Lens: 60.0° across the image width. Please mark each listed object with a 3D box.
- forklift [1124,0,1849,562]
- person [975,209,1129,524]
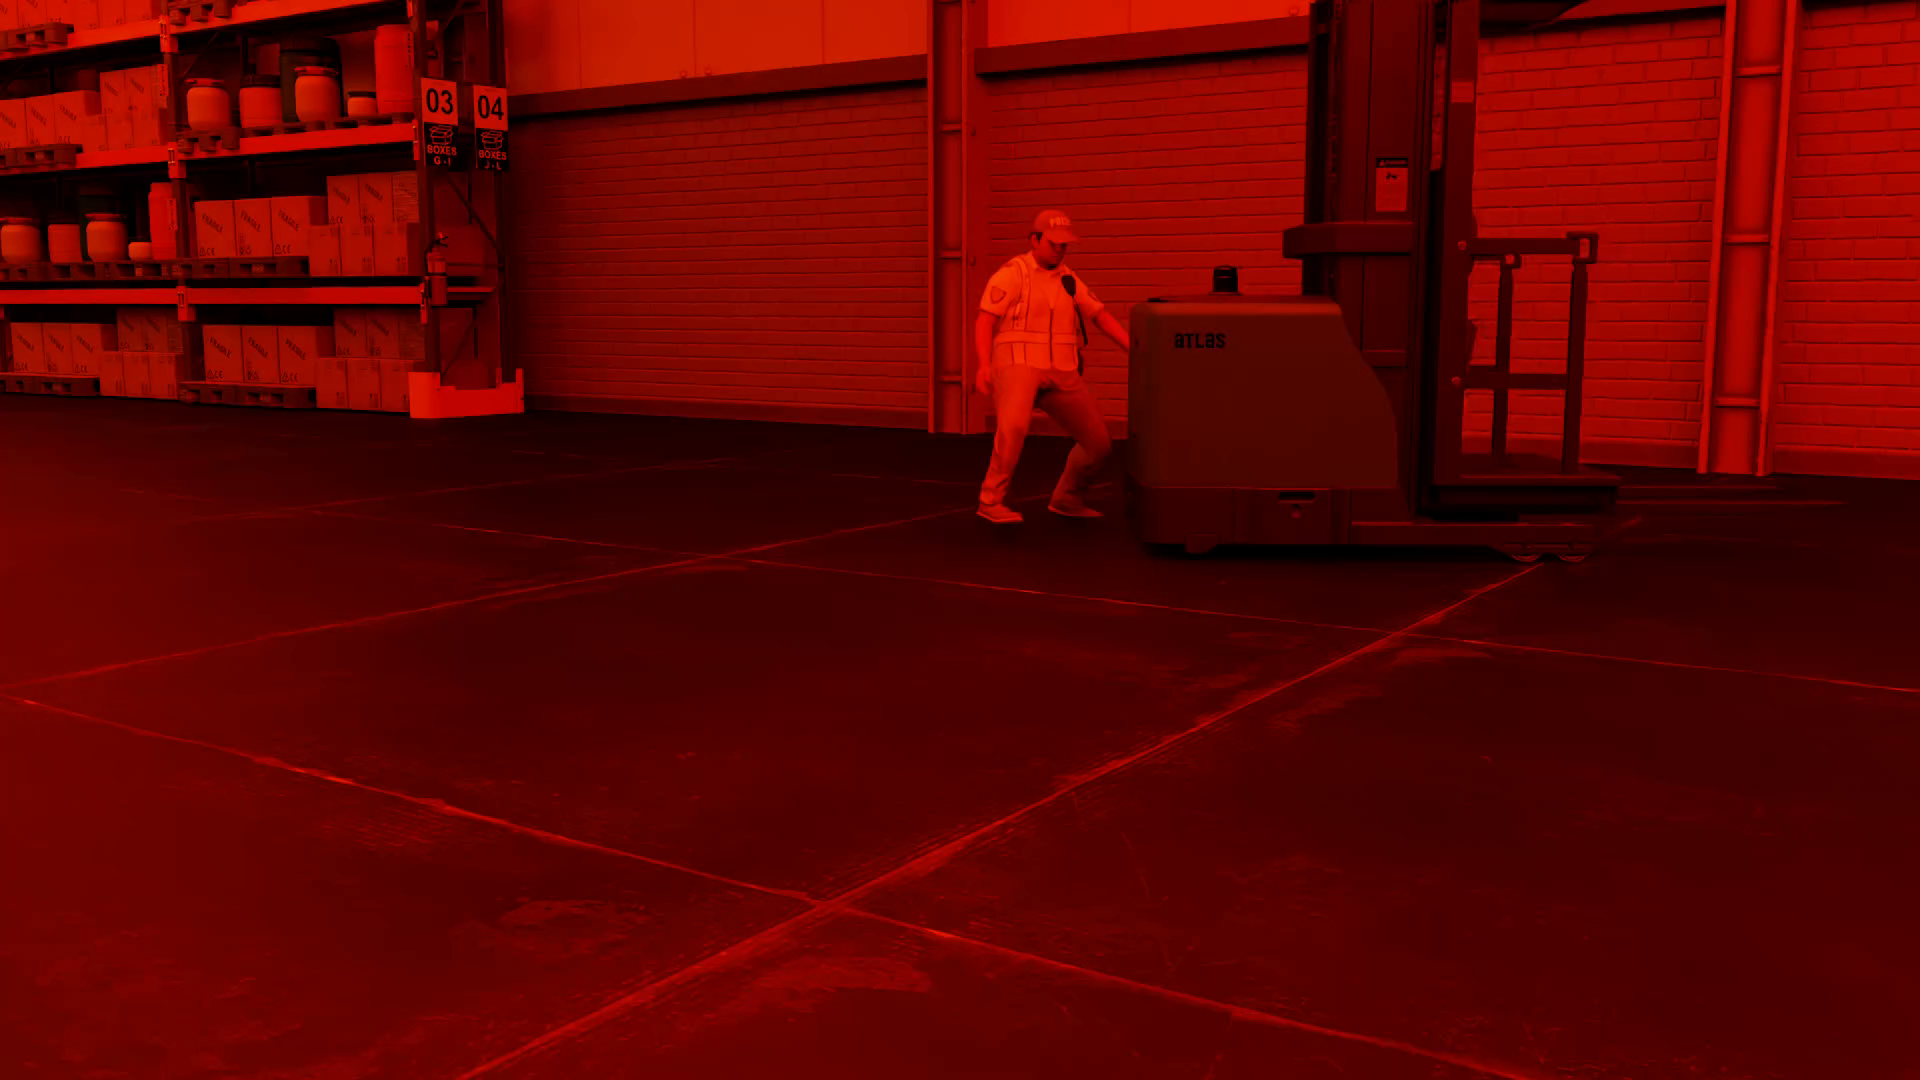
[{"bbox_3d":[2.286,-1.433,7.272,3.031,2.935,1.130,0,8,1],"label":"forklift"},{"bbox_3d":[0.440,-0.811,8.040,0.895,1.546,0.696,-4,9,-25],"label":"person"}]
